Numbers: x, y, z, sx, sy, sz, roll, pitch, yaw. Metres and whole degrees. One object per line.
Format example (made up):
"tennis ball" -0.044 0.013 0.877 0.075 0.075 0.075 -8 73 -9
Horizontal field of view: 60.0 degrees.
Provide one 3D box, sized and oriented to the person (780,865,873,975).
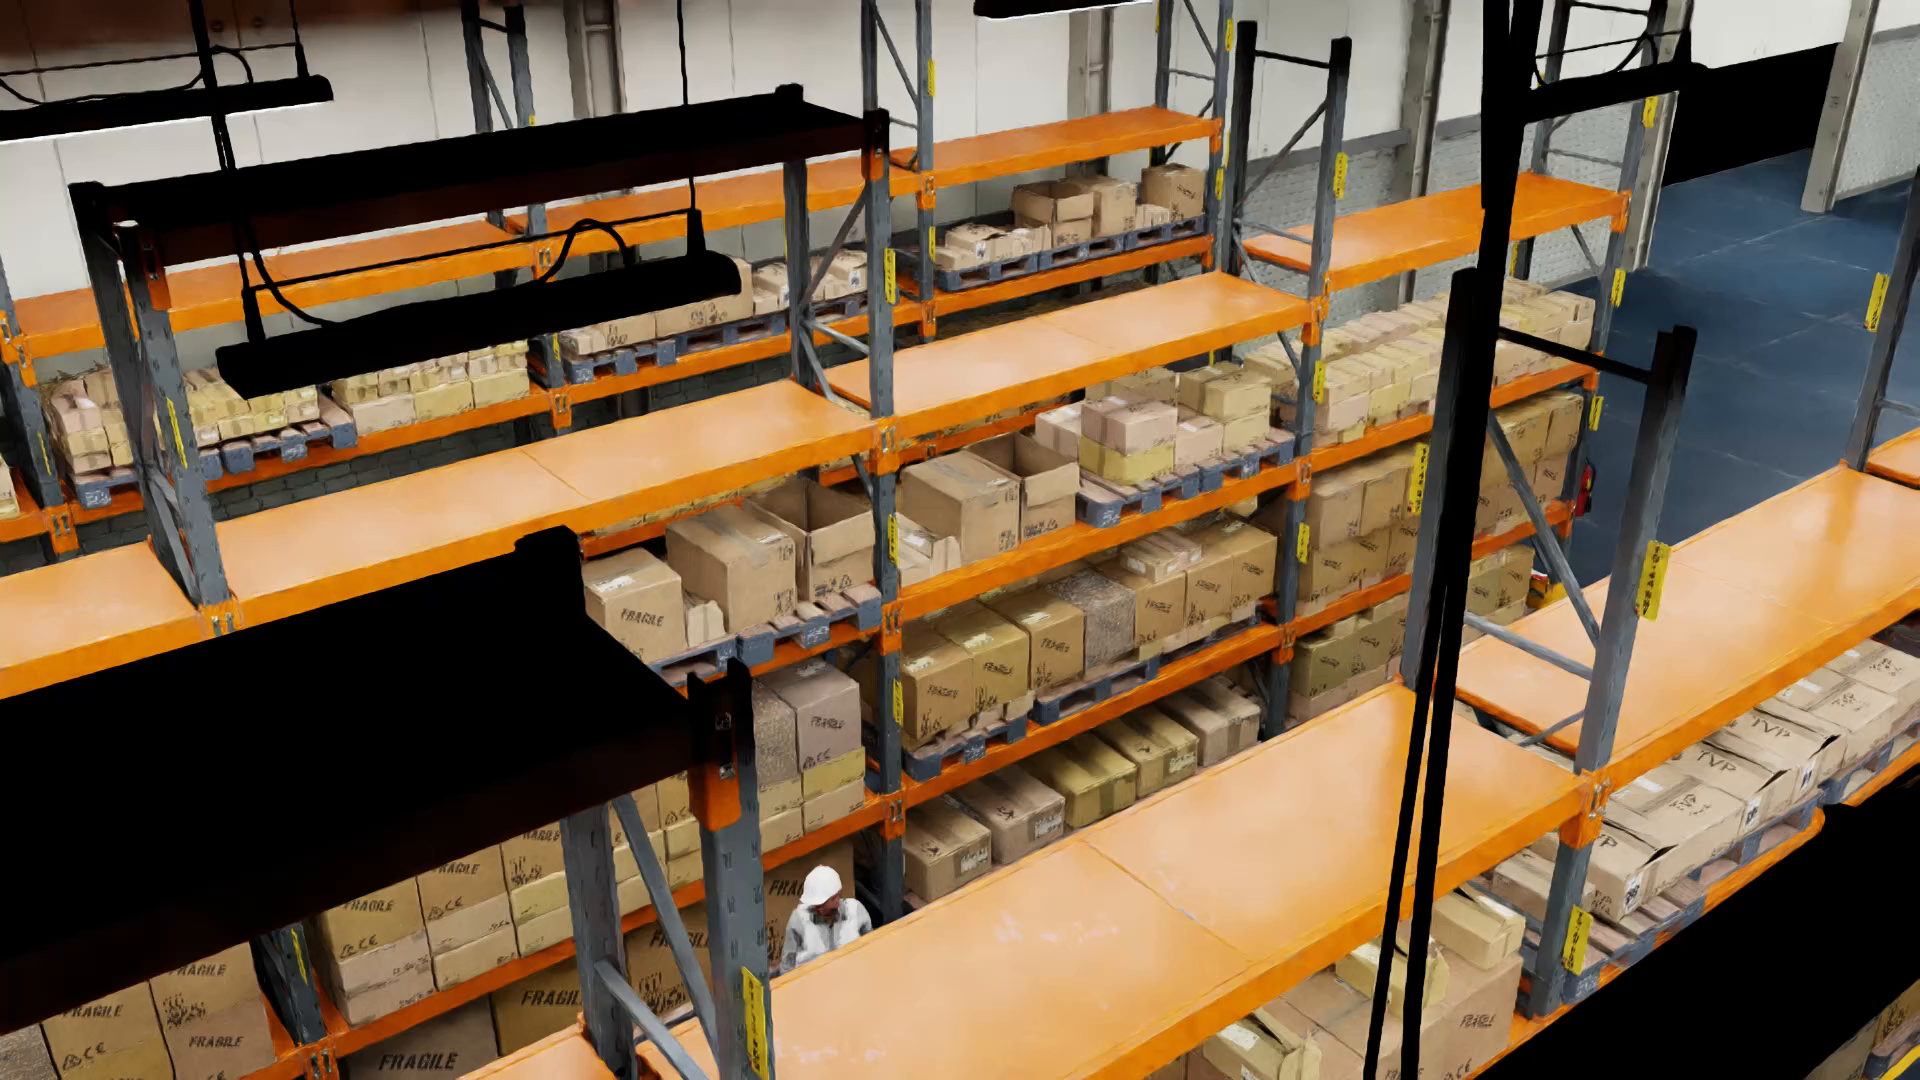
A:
"person" -0.820 2.789 10.376 0.640 1.768 0.581 -7 27 -14
